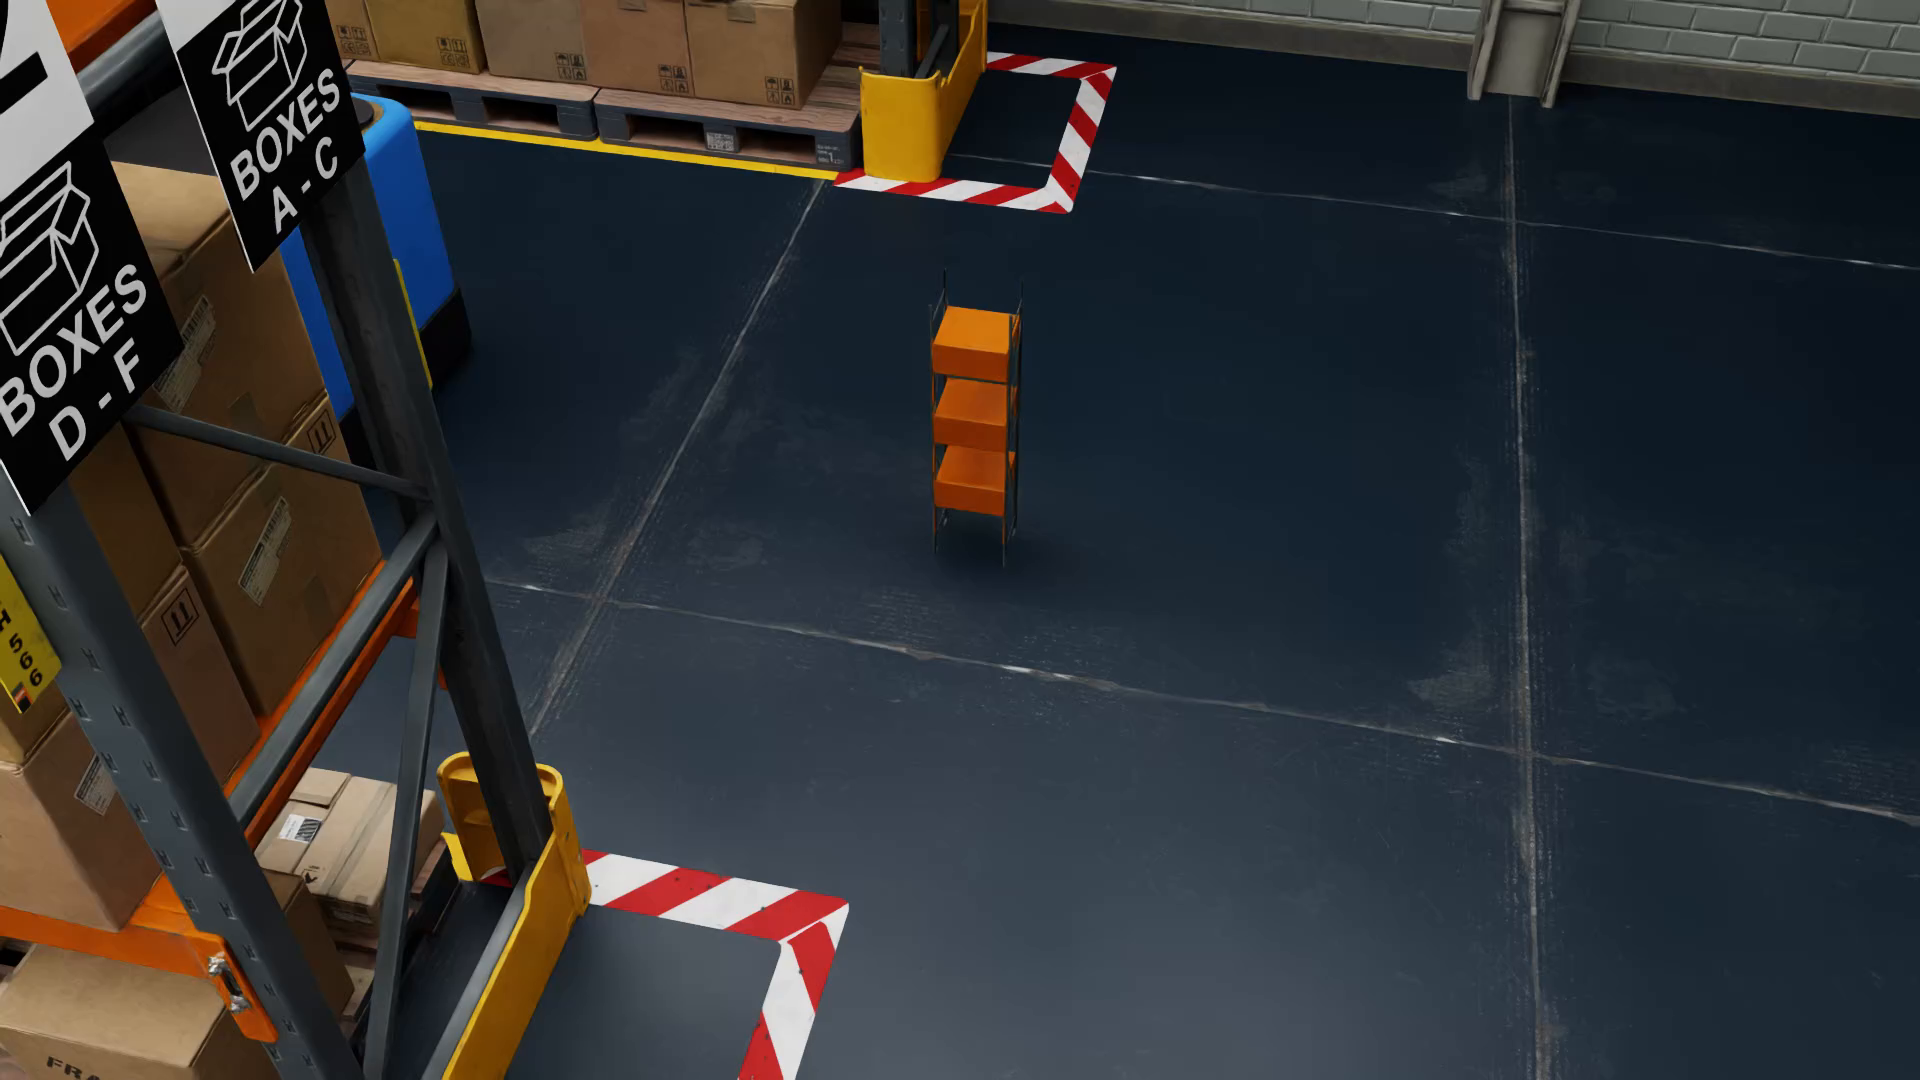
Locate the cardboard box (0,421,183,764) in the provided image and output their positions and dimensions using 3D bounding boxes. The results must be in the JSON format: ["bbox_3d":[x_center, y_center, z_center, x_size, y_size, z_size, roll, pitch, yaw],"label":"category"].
[{"bbox_3d":[-1.746,-0.008,2.803,0.500,0.500,0.500,8,45,9],"label":"cardboard box"}]

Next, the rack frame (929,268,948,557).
[{"bbox_3d":[-0.067,-0.389,5.397,0.008,1.050,0.200,9,45,9],"label":"rack frame"}]

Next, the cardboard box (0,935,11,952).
[{"bbox_3d":[-2.756,1.021,4.191,0.500,0.250,0.500,9,45,9],"label":"cardboard box"}]

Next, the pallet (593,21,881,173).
[{"bbox_3d":[-0.971,-2.147,7.829,1.213,0.211,1.003,9,45,9],"label":"pallet"}]

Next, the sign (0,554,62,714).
[{"bbox_3d":[-1.392,0.111,2.409,0.005,0.325,0.100,9,45,9],"label":"sign"}]

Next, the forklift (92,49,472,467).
[{"bbox_3d":[-3.472,-1.792,5.498,3.031,2.935,1.130,12,45,12],"label":"forklift"}]

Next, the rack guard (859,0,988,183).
[{"bbox_3d":[-0.150,-2.180,7.654,0.348,0.500,1.175,9,45,9],"label":"rack guard"}]

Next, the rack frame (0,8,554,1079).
[{"bbox_3d":[-1.251,0.269,3.307,0.127,3.000,1.000,9,45,9],"label":"rack frame"}]

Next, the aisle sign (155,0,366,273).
[{"bbox_3d":[-1.121,-0.856,2.602,0.004,0.787,0.394,9,45,9],"label":"aisle sign"}]

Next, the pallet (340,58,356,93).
[{"bbox_3d":[-3.352,-2.517,8.213,1.213,0.211,1.003,9,45,9],"label":"pallet"}]

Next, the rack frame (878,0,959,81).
[{"bbox_3d":[-0.173,-3.084,6.791,0.127,3.000,1.000,9,45,9],"label":"rack frame"}]

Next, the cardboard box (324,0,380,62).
[{"bbox_3d":[-2.880,-2.679,7.870,0.500,0.500,0.700,8,45,9],"label":"cardboard box"}]

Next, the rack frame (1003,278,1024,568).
[{"bbox_3d":[0.171,-0.352,5.358,0.008,1.050,0.200,9,45,9],"label":"rack frame"}]

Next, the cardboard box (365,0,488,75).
[{"bbox_3d":[-2.379,-2.600,7.788,0.500,0.500,0.700,10,45,10],"label":"cardboard box"}]

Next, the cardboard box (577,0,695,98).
[{"bbox_3d":[-1.366,-2.449,7.631,0.500,0.500,0.700,9,45,9],"label":"cardboard box"}]

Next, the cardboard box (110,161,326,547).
[{"bbox_3d":[-1.627,-0.373,3.181,0.500,0.500,0.500,10,45,10],"label":"cardboard box"}]

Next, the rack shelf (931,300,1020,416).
[{"bbox_3d":[0.052,-0.567,5.188,0.240,0.259,0.215,9,45,9],"label":"rack shelf"}]

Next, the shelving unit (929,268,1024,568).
[{"bbox_3d":[0.052,-0.370,5.377,0.252,1.050,0.215,9,45,9],"label":"shelving unit"}]

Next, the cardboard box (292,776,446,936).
[{"bbox_3d":[-1.585,0.842,4.451,0.250,0.149,0.380,9,45,9],"label":"cardboard box"}]

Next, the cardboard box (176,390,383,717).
[{"bbox_3d":[-1.627,-0.013,3.528,0.500,0.500,0.500,10,45,10],"label":"cardboard box"}]

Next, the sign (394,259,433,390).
[{"bbox_3d":[-1.133,-0.410,3.389,0.005,0.325,0.100,9,45,9],"label":"sign"}]

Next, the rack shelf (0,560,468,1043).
[{"bbox_3d":[-3.203,0.225,3.872,4.000,0.370,1.077,9,45,9],"label":"rack shelf"}]

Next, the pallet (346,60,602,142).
[{"bbox_3d":[-2.157,-2.334,8.022,1.213,0.211,1.003,9,45,9],"label":"pallet"}]

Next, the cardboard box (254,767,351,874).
[{"bbox_3d":[-1.829,0.798,4.484,0.250,0.166,0.380,9,45,9],"label":"cardboard box"}]

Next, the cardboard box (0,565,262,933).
[{"bbox_3d":[-1.748,0.349,3.152,0.500,0.500,0.500,10,45,10],"label":"cardboard box"}]

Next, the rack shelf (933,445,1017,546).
[{"bbox_3d":[0.052,-0.162,5.578,0.240,0.259,0.215,9,45,9],"label":"rack shelf"}]

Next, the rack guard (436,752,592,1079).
[{"bbox_3d":[-1.325,1.158,4.186,0.348,0.500,1.175,9,45,9],"label":"rack guard"}]

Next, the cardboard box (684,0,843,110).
[{"bbox_3d":[-0.878,-2.373,7.552,0.500,0.500,0.700,9,45,9],"label":"cardboard box"}]

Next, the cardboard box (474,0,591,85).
[{"bbox_3d":[-1.857,-2.524,7.709,0.500,0.500,0.700,7,44,8],"label":"cardboard box"}]

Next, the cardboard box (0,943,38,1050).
[{"bbox_3d":[-2.211,1.094,4.177,0.250,0.166,0.380,9,45,9],"label":"cardboard box"}]

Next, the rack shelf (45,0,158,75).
[{"bbox_3d":[-3.203,-0.855,2.831,4.000,0.370,1.077,9,45,9],"label":"rack shelf"}]

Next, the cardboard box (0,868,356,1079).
[{"bbox_3d":[-1.836,1.096,3.934,0.500,0.500,0.500,9,45,9],"label":"cardboard box"}]

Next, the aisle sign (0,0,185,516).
[{"bbox_3d":[-1.252,-0.450,2.180,0.004,0.787,0.394,9,45,9],"label":"aisle sign"}]

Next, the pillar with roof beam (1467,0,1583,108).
[{"bbox_3d":[1.710,-2.508,1.867,0.400,9.000,9.100,9,45,9],"label":"pillar with roof beam"}]

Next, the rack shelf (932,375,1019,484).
[{"bbox_3d":[0.052,-0.363,5.385,0.240,0.259,0.215,9,45,9],"label":"rack shelf"}]

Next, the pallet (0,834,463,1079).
[{"bbox_3d":[-2.104,1.142,4.411,1.213,0.211,1.003,9,45,9],"label":"pallet"}]
